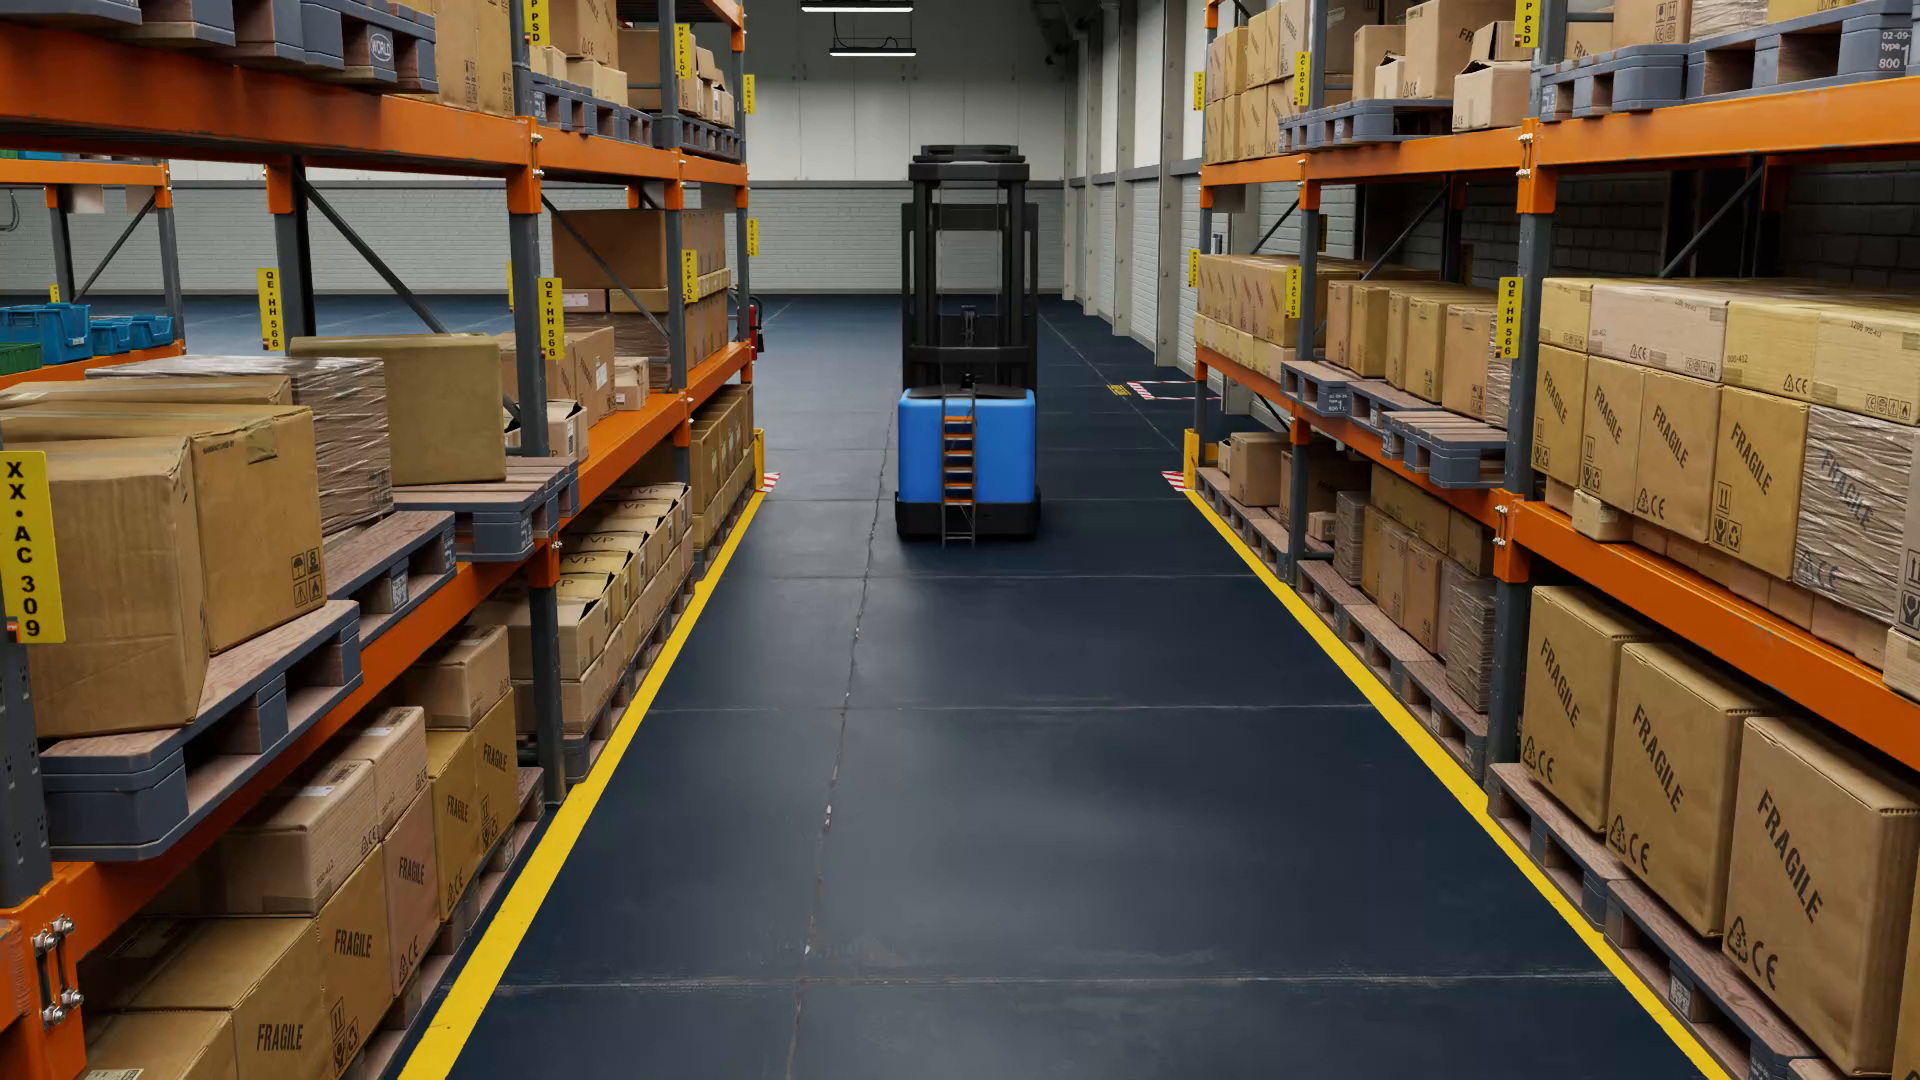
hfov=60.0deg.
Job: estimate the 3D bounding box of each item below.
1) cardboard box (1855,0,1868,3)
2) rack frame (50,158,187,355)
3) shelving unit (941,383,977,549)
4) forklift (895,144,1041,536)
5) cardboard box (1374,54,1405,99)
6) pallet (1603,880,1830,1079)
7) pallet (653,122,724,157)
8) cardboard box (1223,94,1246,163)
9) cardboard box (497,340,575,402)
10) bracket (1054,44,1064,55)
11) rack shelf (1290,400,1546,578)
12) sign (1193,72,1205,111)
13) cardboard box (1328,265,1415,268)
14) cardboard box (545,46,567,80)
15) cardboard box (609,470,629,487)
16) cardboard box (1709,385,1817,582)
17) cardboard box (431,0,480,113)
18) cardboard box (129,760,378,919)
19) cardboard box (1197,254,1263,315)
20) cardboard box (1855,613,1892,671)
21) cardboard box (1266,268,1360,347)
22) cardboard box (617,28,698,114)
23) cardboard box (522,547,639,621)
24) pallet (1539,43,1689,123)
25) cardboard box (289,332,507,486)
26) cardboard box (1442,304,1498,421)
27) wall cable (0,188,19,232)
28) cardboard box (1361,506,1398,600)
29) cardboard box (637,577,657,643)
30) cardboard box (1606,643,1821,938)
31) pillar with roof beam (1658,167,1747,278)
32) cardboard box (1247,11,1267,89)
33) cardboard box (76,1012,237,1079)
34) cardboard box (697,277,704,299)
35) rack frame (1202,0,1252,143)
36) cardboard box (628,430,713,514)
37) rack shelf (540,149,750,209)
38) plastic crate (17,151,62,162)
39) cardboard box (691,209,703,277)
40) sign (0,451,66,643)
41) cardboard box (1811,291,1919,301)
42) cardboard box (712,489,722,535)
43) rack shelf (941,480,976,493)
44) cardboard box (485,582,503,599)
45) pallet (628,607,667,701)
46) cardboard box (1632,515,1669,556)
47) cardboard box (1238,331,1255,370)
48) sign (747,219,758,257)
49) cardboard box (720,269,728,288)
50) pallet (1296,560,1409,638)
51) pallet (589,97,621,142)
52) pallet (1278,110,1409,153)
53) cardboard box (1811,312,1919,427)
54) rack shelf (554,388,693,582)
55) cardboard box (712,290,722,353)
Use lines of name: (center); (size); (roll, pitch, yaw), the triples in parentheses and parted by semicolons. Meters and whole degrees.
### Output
cardboard box: (2.921, -1.700, 4.491); (0.700, 0.500, 0.500); (0, 11, -1)
rack frame: (-7.301, -1.924, 14.500); (1.000, 3.000, 0.127); (0, 11, -1)
shelving unit: (-0.010, -0.541, 12.206); (0.258, 1.200, 0.189); (0, 11, 1)
forklift: (0.085, -1.709, 13.612); (1.130, 2.935, 3.031); (0, 11, 1)
cardboard box: (2.630, -2.571, 9.309); (0.500, 0.311, 0.500); (0, 11, 1)
pallet: (2.732, 1.391, 5.172); (1.003, 0.211, 1.213); (0, 11, -1)
pallet: (-2.332, -2.987, 12.415); (1.003, 0.211, 1.213); (0, 11, -1)
cardboard box: (2.351, -3.216, 13.022); (0.500, 0.500, 0.500); (0, 11, 1)
cardboard box: (-2.235, -0.736, 8.391); (0.500, 0.500, 0.500); (-1, 11, -4)
bracket: (2.517, -12.413, 42.058); (0.235, 0.232, 0.430); (0, 11, -1)
rack shelf: (2.727, -0.420, 8.893); (1.077, 0.370, 4.000); (0, 11, -1)
sign: (2.061, -3.861, 14.304); (0.100, 0.325, 0.005); (0, 11, -1)
cardboard box: (2.878, -1.671, 11.691); (0.500, 0.500, 0.500); (0, 11, -1)
cardboard box: (-2.288, -2.371, 8.477); (0.500, 0.250, 0.500); (-1, 12, -6)
cardboard box: (-2.493, -0.565, 11.774); (0.500, 0.500, 0.500); (0, 11, -1)
cardboard box: (2.552, -0.175, 4.829); (0.500, 0.500, 0.500); (0, 11, 0)
cardboard box: (-2.131, -1.685, 5.523); (0.910, 0.500, 0.500); (0, 11, -1)
cardboard box: (-1.888, 0.788, 4.427); (0.500, 0.250, 0.500); (0, 11, -1)
cardboard box: (2.313, -2.173, 14.165); (0.500, 0.500, 0.500); (0, 11, -1)
cardboard box: (2.569, 0.265, 4.291); (0.380, 0.149, 0.250); (0, 11, -1)
cardboard box: (2.367, -1.566, 11.176); (0.500, 0.500, 0.500); (0, 11, -1)
cardboard box: (-2.013, -3.043, 10.812); (0.500, 0.500, 0.500); (1, 11, 4)
cardboard box: (-1.929, 0.202, 8.467); (0.500, 0.311, 0.500); (-1, 11, -3)
pallet: (2.835, -1.624, 5.952); (1.213, 0.211, 1.003); (0, 11, 1)
cardboard box: (-2.058, -0.484, 6.091); (0.700, 0.500, 0.500); (-4, 12, -20)
cardboard box: (2.710, -0.844, 7.815); (0.700, 0.500, 0.500); (-1, 12, -7)
wall cable: (-27.369, -9.673, 45.414); (3.097, 2.526, 0.112); (0, 11, -1)
cardboard box: (2.779, 0.088, 9.760); (0.700, 0.500, 0.500); (0, 11, -2)
cardboard box: (-1.939, 0.378, 9.013); (0.500, 0.250, 0.500); (0, 11, 0)
cardboard box: (2.665, 0.794, 5.452); (0.750, 0.750, 0.750); (0, 11, -1)
pillar with roof beam: (-0.697, -3.559, 7.469); (9.100, 9.000, 0.400); (0, 11, -1)
cardboard box: (2.362, -3.500, 11.905); (0.500, 0.500, 0.500); (-1, 11, -3)
cardboard box: (-1.867, 1.354, 3.522); (0.500, 0.500, 0.500); (-1, 11, -4)
cardboard box: (-2.114, -1.878, 12.387); (0.380, 0.149, 0.250); (0, 11, -2)
rack frame: (2.603, -4.905, 14.104); (1.000, 3.000, 0.127); (0, 11, -1)
cardboard box: (-1.963, -0.468, 11.295); (0.500, 0.500, 0.500); (0, 11, -1)
rack shelf: (-2.308, -2.664, 12.410); (1.077, 0.370, 4.000); (0, 11, -1)
plastic crate: (-6.961, -3.009, 12.341); (0.392, 0.384, 0.575); (0, 11, -1)
cardboard box: (-2.313, -2.221, 12.448); (0.700, 0.500, 0.500); (0, 11, -1)
sign: (-1.559, 0.014, 2.771); (0.100, 0.325, 0.005); (0, 11, -1)
cardboard box: (3.052, -0.653, 5.296); (0.500, 0.250, 0.500); (-1, 11, -3)
cardboard box: (-1.978, -0.200, 11.859); (0.500, 0.250, 0.500); (0, 11, -1)
rack shelf: (-0.010, -0.379, 12.239); (0.258, 0.103, 0.180); (0, 11, 1)
cardboard box: (-2.458, 0.307, 7.951); (0.500, 0.311, 0.500); (0, 11, -2)
pallet: (-2.184, 0.607, 9.035); (1.003, 0.211, 1.213); (0, 11, -1)
cardboard box: (2.590, -0.042, 5.804); (0.380, 0.149, 0.250); (0, 11, -2)
cardboard box: (2.345, -1.398, 12.233); (0.500, 0.250, 0.500); (0, 11, -1)
sign: (-1.806, -2.627, 14.455); (0.100, 0.325, 0.005); (0, 11, -1)
cardboard box: (-2.144, -2.184, 13.895); (0.380, 0.149, 0.250); (0, 11, 0)
pallet: (2.704, 0.352, 10.295); (1.003, 0.211, 1.213); (0, 11, -1)
pallet: (-2.313, -2.088, 8.237); (1.003, 0.211, 1.213); (0, 11, 1)
pallet: (2.592, -2.425, 9.894); (1.213, 0.211, 1.003); (0, 11, -1)
cardboard box: (2.575, -0.447, 4.280); (0.500, 0.250, 0.500); (0, 11, 0)
rack shelf: (-2.225, -0.399, 8.789); (1.077, 0.370, 4.000); (0, 11, -1)
cardboard box: (-2.337, -1.796, 13.614); (0.700, 0.500, 0.500); (0, 11, 0)
